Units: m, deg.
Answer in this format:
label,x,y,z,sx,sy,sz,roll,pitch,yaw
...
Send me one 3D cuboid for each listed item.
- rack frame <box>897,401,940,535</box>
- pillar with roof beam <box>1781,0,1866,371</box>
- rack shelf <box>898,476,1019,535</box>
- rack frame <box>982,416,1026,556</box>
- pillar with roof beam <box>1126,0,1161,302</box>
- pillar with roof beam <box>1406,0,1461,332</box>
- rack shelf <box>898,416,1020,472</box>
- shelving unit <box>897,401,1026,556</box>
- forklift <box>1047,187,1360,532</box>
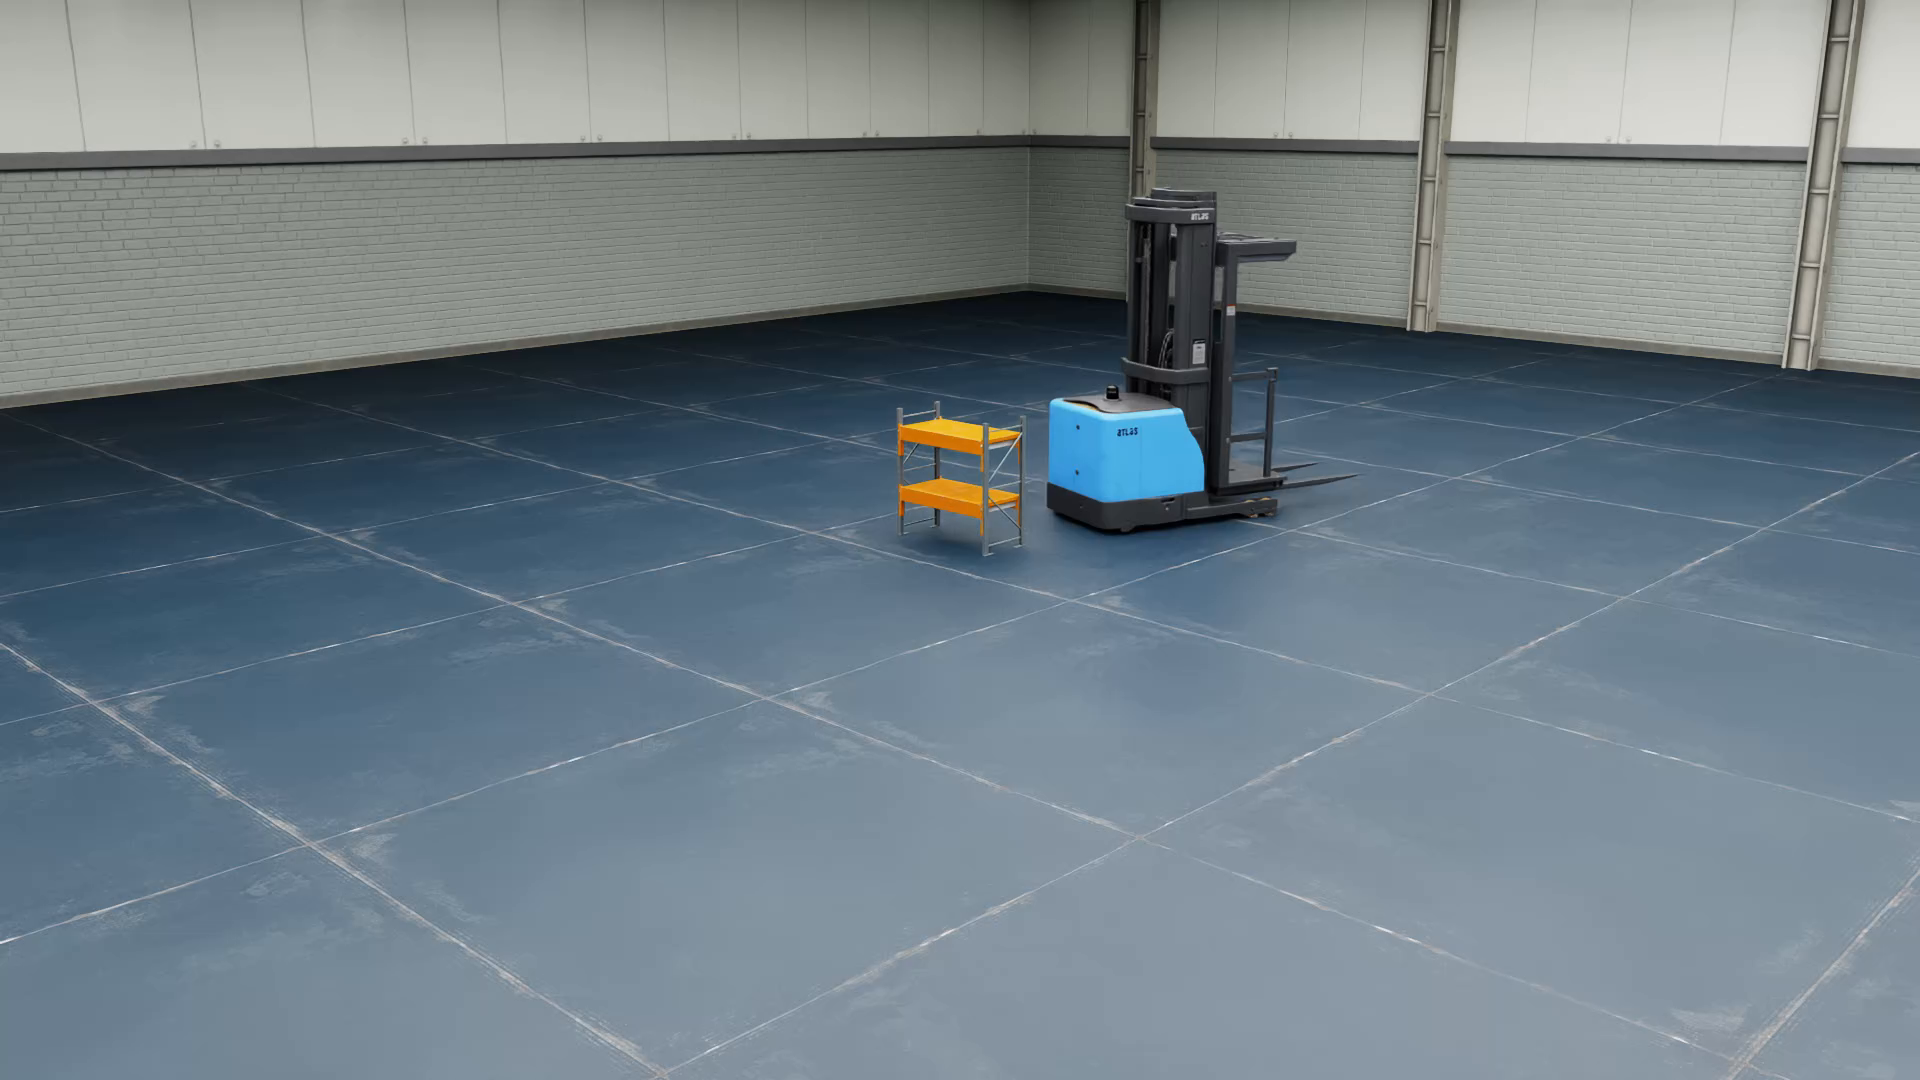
label,x,y,z,sx,sy,sz,roll,pitch,yaw
rack frame,-0.361,-0.632,14.627,0.032,1.125,0.500,14,20,42
pillar with roof beam,9.092,-6.048,19.795,0.400,9.000,9.100,14,20,42
rack shelf,0.005,-0.307,14.347,1.000,0.278,0.538,14,20,42
rack frame,0.371,-0.454,13.944,0.032,1.125,0.500,14,20,42
pillar with roof beam,0.453,-8.148,27.855,0.400,9.000,9.100,14,20,42
pillar with roof beam,4.772,-7.098,23.825,0.400,9.000,9.100,14,20,42
rack shelf,0.005,-0.826,14.212,1.000,0.278,0.538,14,20,42
shelving unit,0.005,-0.543,14.286,1.048,1.125,0.538,14,20,42
forklift,2.346,-1.728,15.249,3.031,2.935,1.130,-8,16,-27
